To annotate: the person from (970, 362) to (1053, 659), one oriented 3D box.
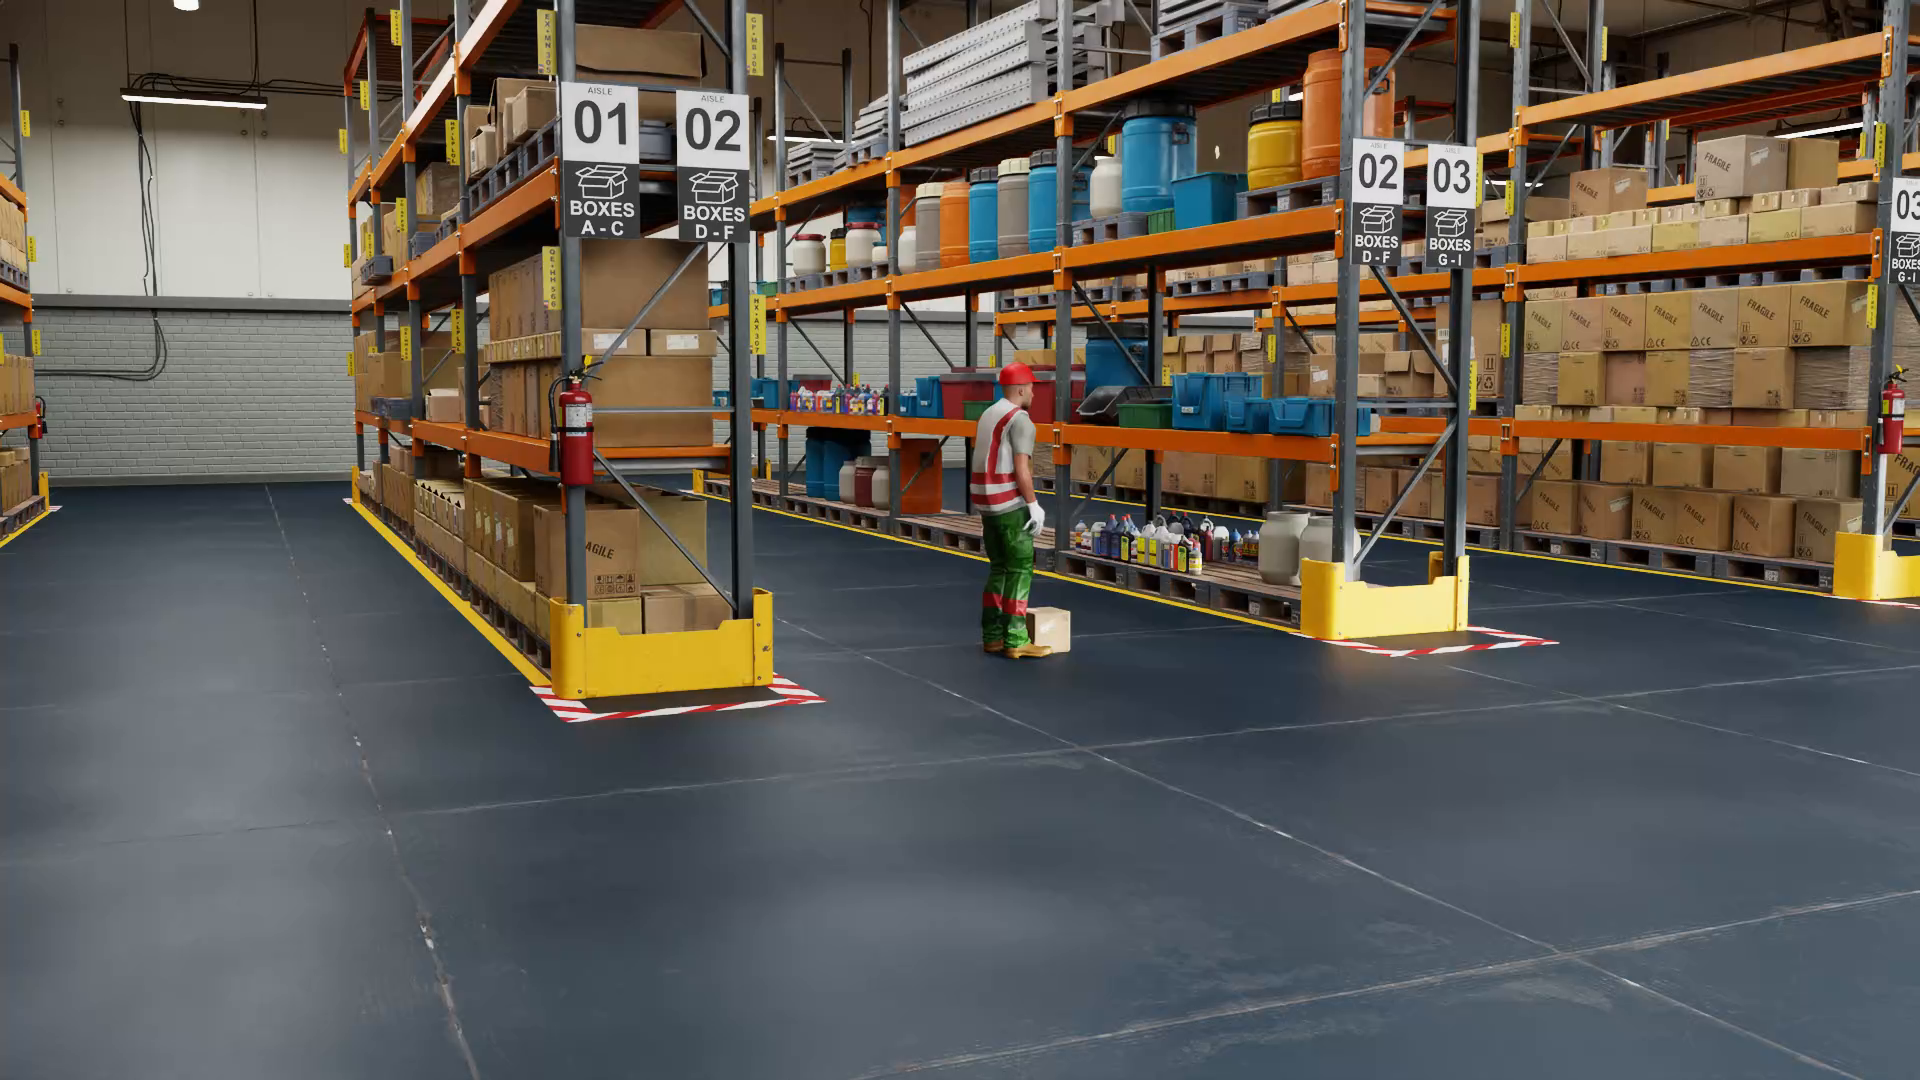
[{"bbox_3d":[0.307,-0.192,10.172,0.447,1.780,0.623,-3,6,-26],"label":"person"}]
